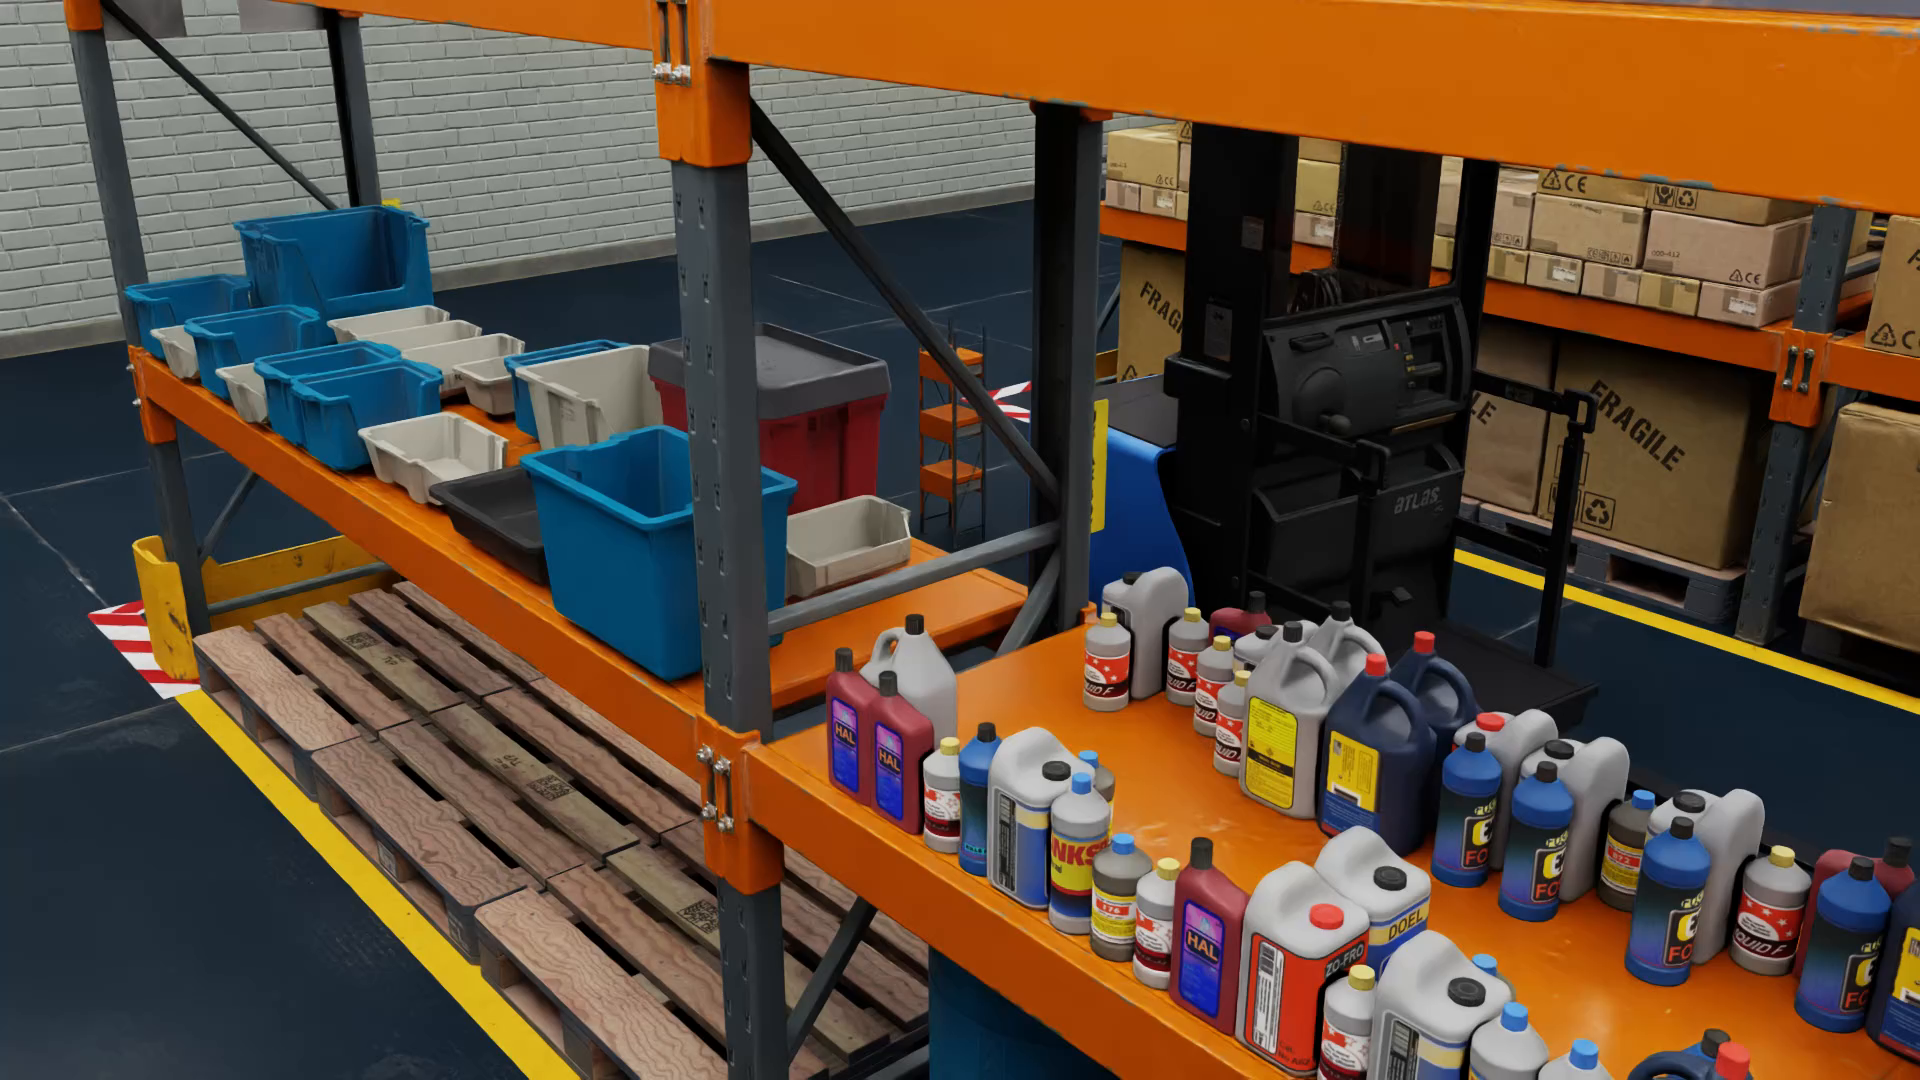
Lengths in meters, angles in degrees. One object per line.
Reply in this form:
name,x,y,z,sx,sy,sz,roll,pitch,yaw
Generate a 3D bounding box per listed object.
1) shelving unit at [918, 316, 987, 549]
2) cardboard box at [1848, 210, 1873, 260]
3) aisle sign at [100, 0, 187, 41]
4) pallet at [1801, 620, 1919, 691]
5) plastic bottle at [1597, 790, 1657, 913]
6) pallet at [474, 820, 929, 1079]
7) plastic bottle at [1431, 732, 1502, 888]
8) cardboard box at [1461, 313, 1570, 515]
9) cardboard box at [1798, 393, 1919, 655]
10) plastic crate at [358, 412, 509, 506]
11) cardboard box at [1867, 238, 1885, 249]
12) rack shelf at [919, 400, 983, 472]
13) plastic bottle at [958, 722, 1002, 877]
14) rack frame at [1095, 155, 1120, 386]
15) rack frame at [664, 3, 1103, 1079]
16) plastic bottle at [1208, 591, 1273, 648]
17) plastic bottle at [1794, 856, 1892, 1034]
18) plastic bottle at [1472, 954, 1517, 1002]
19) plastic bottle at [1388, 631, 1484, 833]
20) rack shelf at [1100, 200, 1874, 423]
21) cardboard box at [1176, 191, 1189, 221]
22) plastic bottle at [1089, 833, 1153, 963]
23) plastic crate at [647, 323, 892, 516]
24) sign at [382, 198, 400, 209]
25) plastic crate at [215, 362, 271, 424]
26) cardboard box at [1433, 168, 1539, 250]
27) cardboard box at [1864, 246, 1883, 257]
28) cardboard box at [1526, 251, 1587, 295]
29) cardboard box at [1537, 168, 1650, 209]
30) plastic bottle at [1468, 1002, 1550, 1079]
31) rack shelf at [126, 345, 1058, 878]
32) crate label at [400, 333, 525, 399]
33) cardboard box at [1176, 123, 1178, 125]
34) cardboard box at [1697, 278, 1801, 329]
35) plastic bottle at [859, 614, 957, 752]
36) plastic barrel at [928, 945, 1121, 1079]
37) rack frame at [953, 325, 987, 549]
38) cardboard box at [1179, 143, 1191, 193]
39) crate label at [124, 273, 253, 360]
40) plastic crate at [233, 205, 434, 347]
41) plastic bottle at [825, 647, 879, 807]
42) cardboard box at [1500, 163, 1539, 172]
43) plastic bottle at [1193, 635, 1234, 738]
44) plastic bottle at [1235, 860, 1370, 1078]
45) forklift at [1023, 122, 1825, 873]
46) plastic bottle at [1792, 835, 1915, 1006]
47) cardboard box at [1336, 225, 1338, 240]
shelving unit,-0.035,-0.504,7.830,0.215,1.050,0.252,-17,27,-37
cardboard box,3.534,-1.348,7.110,0.500,0.250,0.500,-18,28,-38
aisle sign,-2.993,-2.173,5.853,0.394,0.787,0.004,-17,27,-37
pallet,4.203,0.407,6.656,1.003,0.211,1.213,-17,27,-37
plastic bottle,1.144,0.520,2.817,0.097,0.201,0.097,0,21,0
pallet,-0.619,1.197,4.639,1.003,0.211,1.213,-17,27,-37
plastic bottle,0.877,0.459,2.875,0.097,0.271,0.097,0,21,0
cardboard box,2.685,-0.743,8.106,0.875,0.875,0.875,-17,27,-37
cardboard box,4.075,-0.121,6.518,1.225,0.875,0.875,-17,27,-37
plastic crate,-1.474,-0.223,4.718,0.293,0.136,0.466,-17,27,-37
cardboard box,6.397,-1.967,11.411,0.380,0.149,0.250,-17,27,-37
rack shelf,-0.035,-0.494,7.834,0.215,0.259,0.240,-17,27,-37
plastic bottle,0.046,0.446,2.908,0.097,0.271,0.097,0,21,0
rack frame,1.031,-2.192,9.468,1.000,3.000,0.127,-17,27,-37
rack frame,-0.110,0.092,3.636,1.000,3.000,0.127,-17,27,-37
plastic bottle,0.578,0.231,3.440,0.061,0.283,0.133,-17,27,-37
plastic bottle,1.336,0.602,2.509,0.097,0.271,0.097,0,21,0
plastic bottle,0.742,0.688,2.386,0.097,0.201,0.097,0,21,0
plastic bottle,0.859,0.342,3.065,0.144,0.351,0.185,-17,27,-37
rack shelf,2.337,-1.305,8.188,1.077,0.370,4.000,-17,27,-37
cardboard box,1.349,-1.757,8.702,0.380,0.149,0.250,-18,28,-39
plastic bottle,0.261,0.570,2.689,0.097,0.201,0.097,0,21,0
plastic crate,-0.503,-0.272,4.395,0.402,0.464,0.583,-17,27,-37
sign,-2.315,-1.224,6.773,0.100,0.325,0.005,-17,27,-37
plastic crate,-2.220,-0.476,5.365,0.250,0.136,0.298,-17,27,-37
cardboard box,2.482,-1.498,7.495,0.500,0.250,0.500,-17,27,-36
cardboard box,6.050,-1.859,11.134,0.380,0.149,0.250,-17,27,-37
cardboard box,2.692,-1.189,7.252,0.380,0.149,0.250,-17,27,-36
cardboard box,2.816,-1.708,7.000,0.500,0.500,0.500,-17,27,-37
plastic bottle,0.714,0.729,2.186,0.097,0.271,0.097,0,21,0
rack shelf,-1.416,-0.125,5.178,1.077,0.370,4.000,-17,27,-37
crate label,-1.673,-0.581,5.634,0.396,0.136,0.243,-17,27,-37
cardboard box,1.549,-2.190,9.260,0.500,0.250,0.500,-18,28,-38
cardboard box,3.195,-0.976,6.708,0.380,0.149,0.250,-17,27,-37
plastic bottle,-0.099,0.301,3.171,0.144,0.351,0.185,-17,27,-37
plastic barrel,0.232,1.028,3.548,0.600,0.901,0.708,-17,27,-37
rack frame,0.045,-0.470,7.744,0.200,1.050,0.008,-17,27,-37
cardboard box,1.484,-1.922,8.575,0.500,0.250,0.500,-18,28,-38
crate label,-2.809,-0.816,6.103,0.416,0.233,0.303,-17,27,-37
plastic crate,-2.361,-1.009,6.317,0.616,0.435,0.499,-17,27,-37
plastic bottle,-0.194,0.349,3.139,0.061,0.283,0.133,-17,27,-37
cardboard box,2.865,-1.978,7.692,0.500,0.500,0.500,-19,28,-39
plastic bottle,0.530,0.293,3.394,0.097,0.201,0.097,0,21,0
plastic bottle,0.508,0.624,2.447,0.152,0.276,0.135,-17,27,-37
forklift,1.499,-0.565,5.408,1.130,2.935,3.031,-14,25,-32
plastic bottle,1.385,0.573,2.568,0.061,0.283,0.133,-17,27,-37
cardboard box,2.018,-1.474,7.978,0.380,0.149,0.250,-18,28,-39
